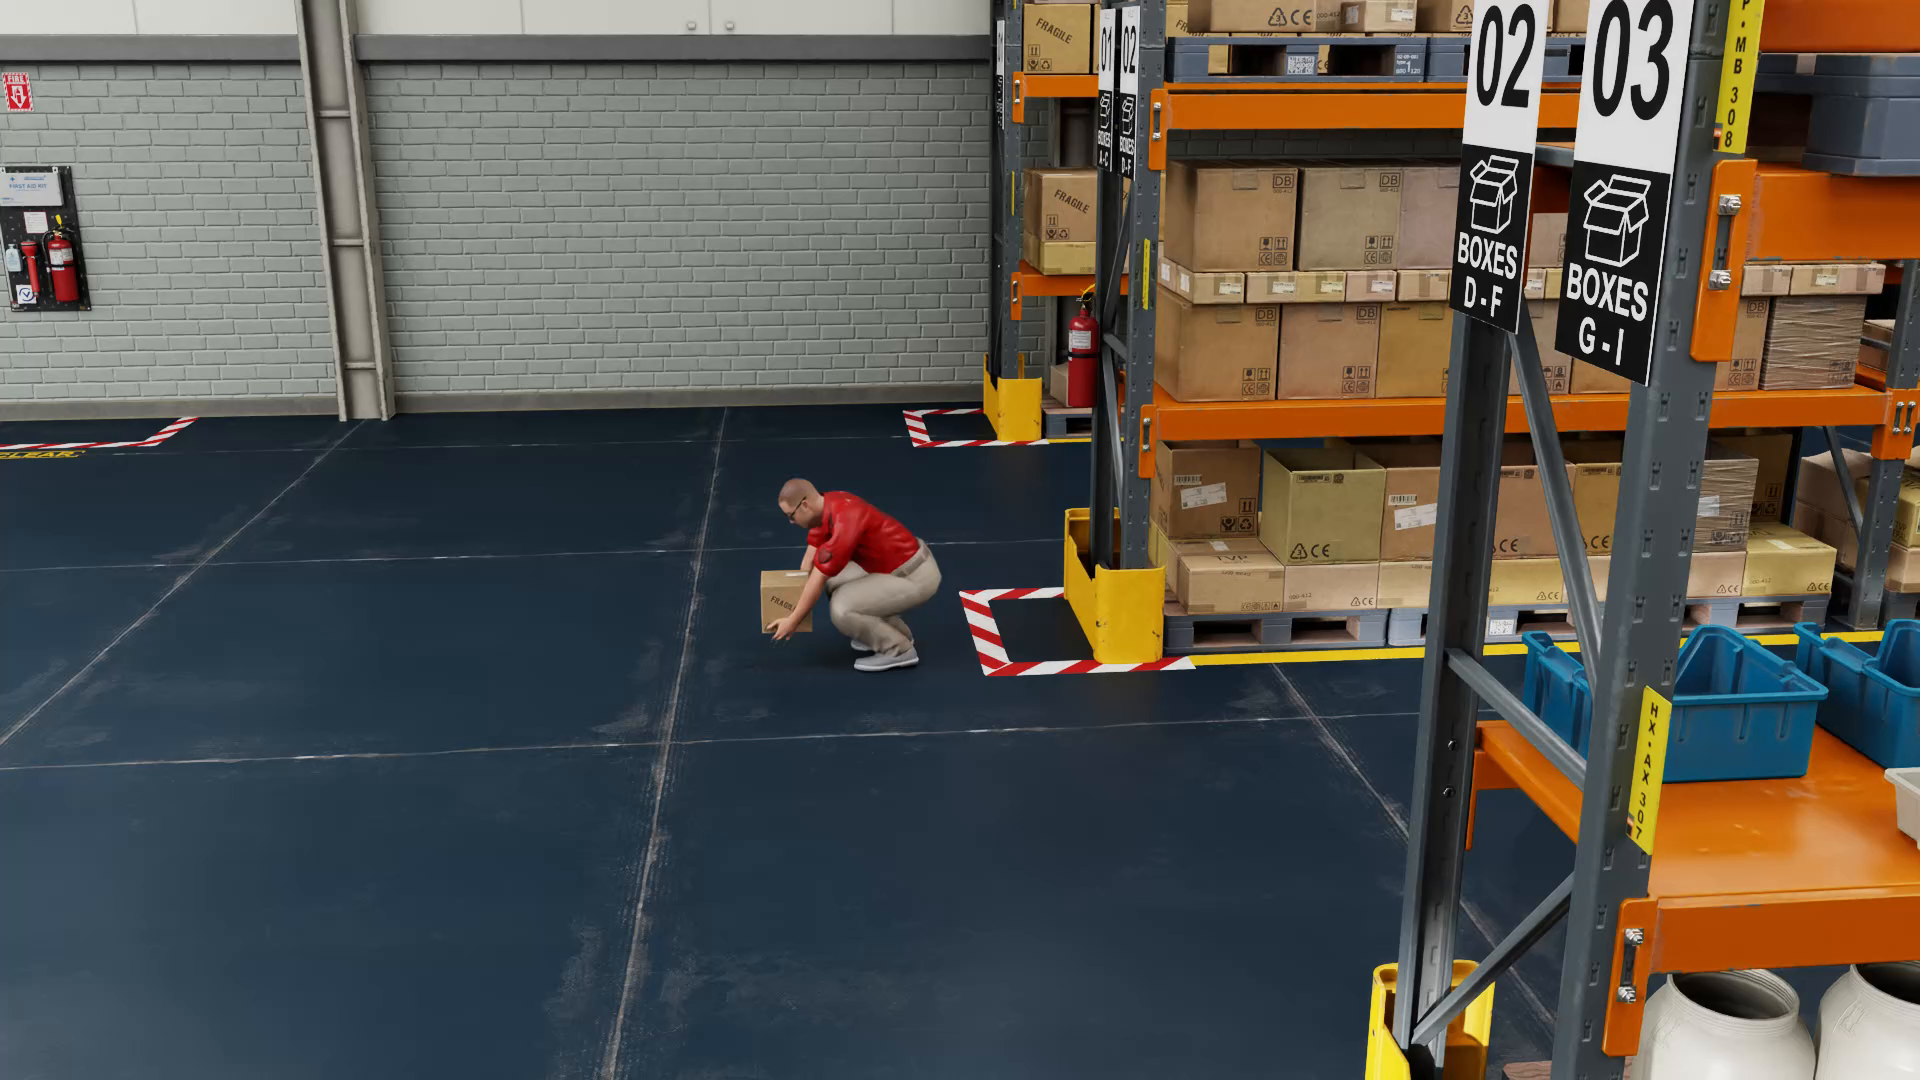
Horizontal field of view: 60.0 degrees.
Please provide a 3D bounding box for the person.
[{"bbox_3d":[-0.540,0.151,8.405,0.885,0.977,0.540,-2,17,-7],"label":"person"}]
